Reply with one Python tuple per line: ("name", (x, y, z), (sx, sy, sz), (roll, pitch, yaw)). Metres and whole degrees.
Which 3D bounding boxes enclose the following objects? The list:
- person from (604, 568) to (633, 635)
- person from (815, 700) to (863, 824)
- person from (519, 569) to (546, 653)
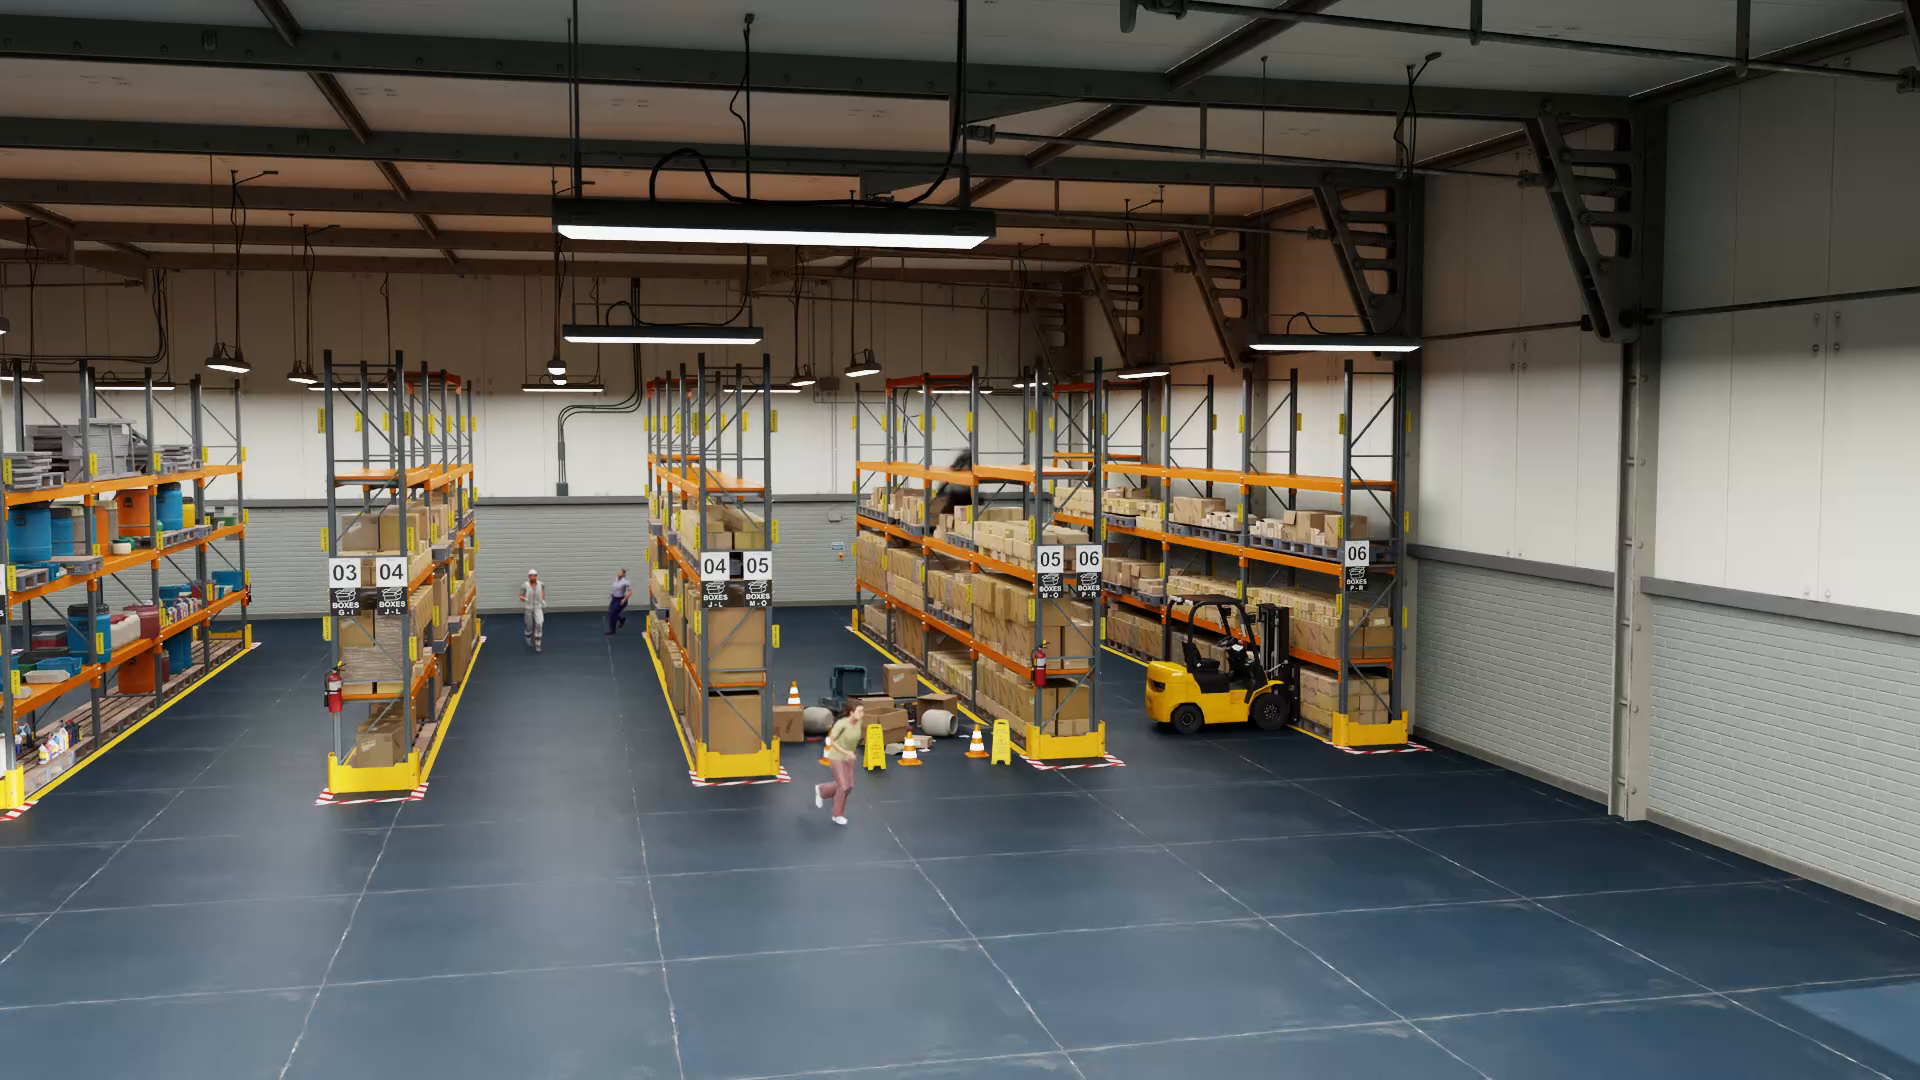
("person", (-8.093, 1.466, 39.615), (0.653, 1.570, 0.666), (3, 5, 39))
("person", (-1.506, 2.772, 20.993), (0.792, 1.570, 0.582), (3, 5, 39))
("person", (-9.465, 1.547, 36.823), (0.595, 1.816, 0.926), (-2, 4, -21))
